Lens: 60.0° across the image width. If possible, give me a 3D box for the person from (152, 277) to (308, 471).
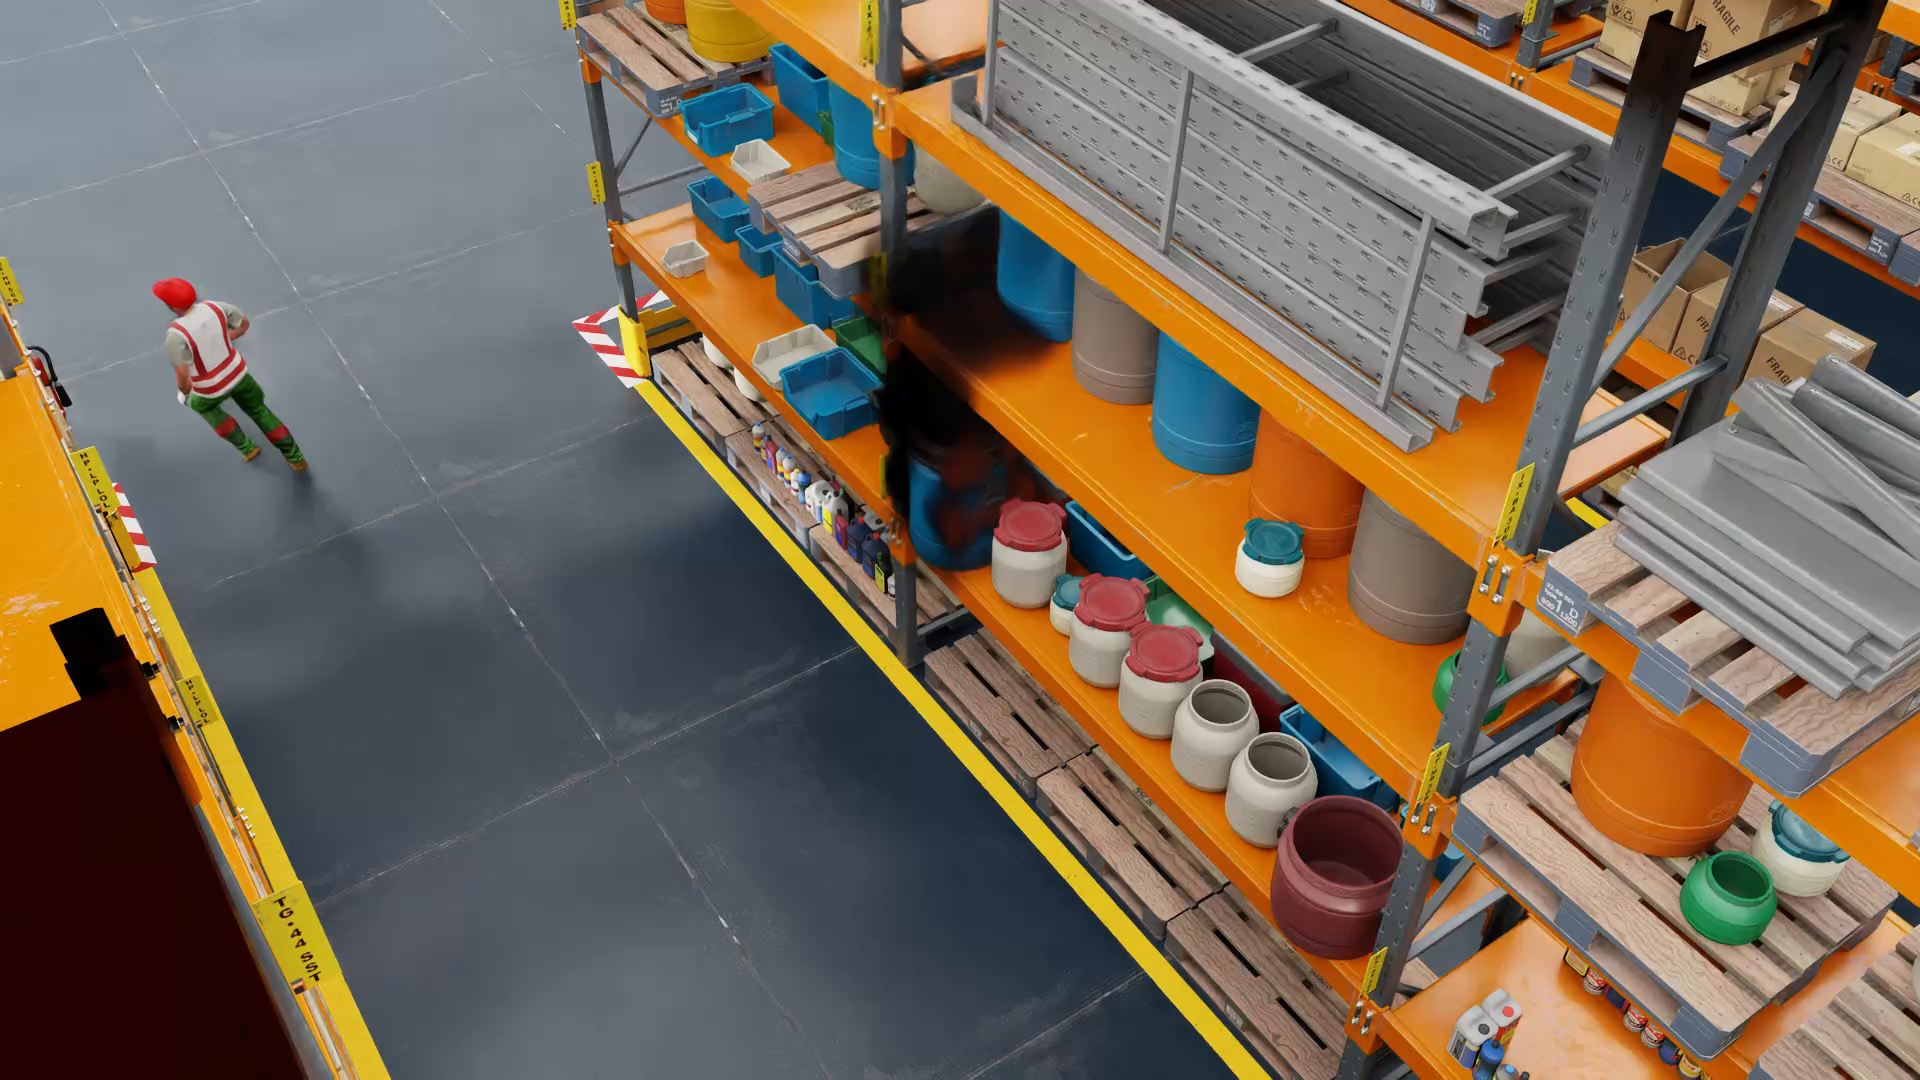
[{"bbox_3d":[-5.221,-1.112,11.688,0.674,1.774,0.718,25,48,25],"label":"person"}]
